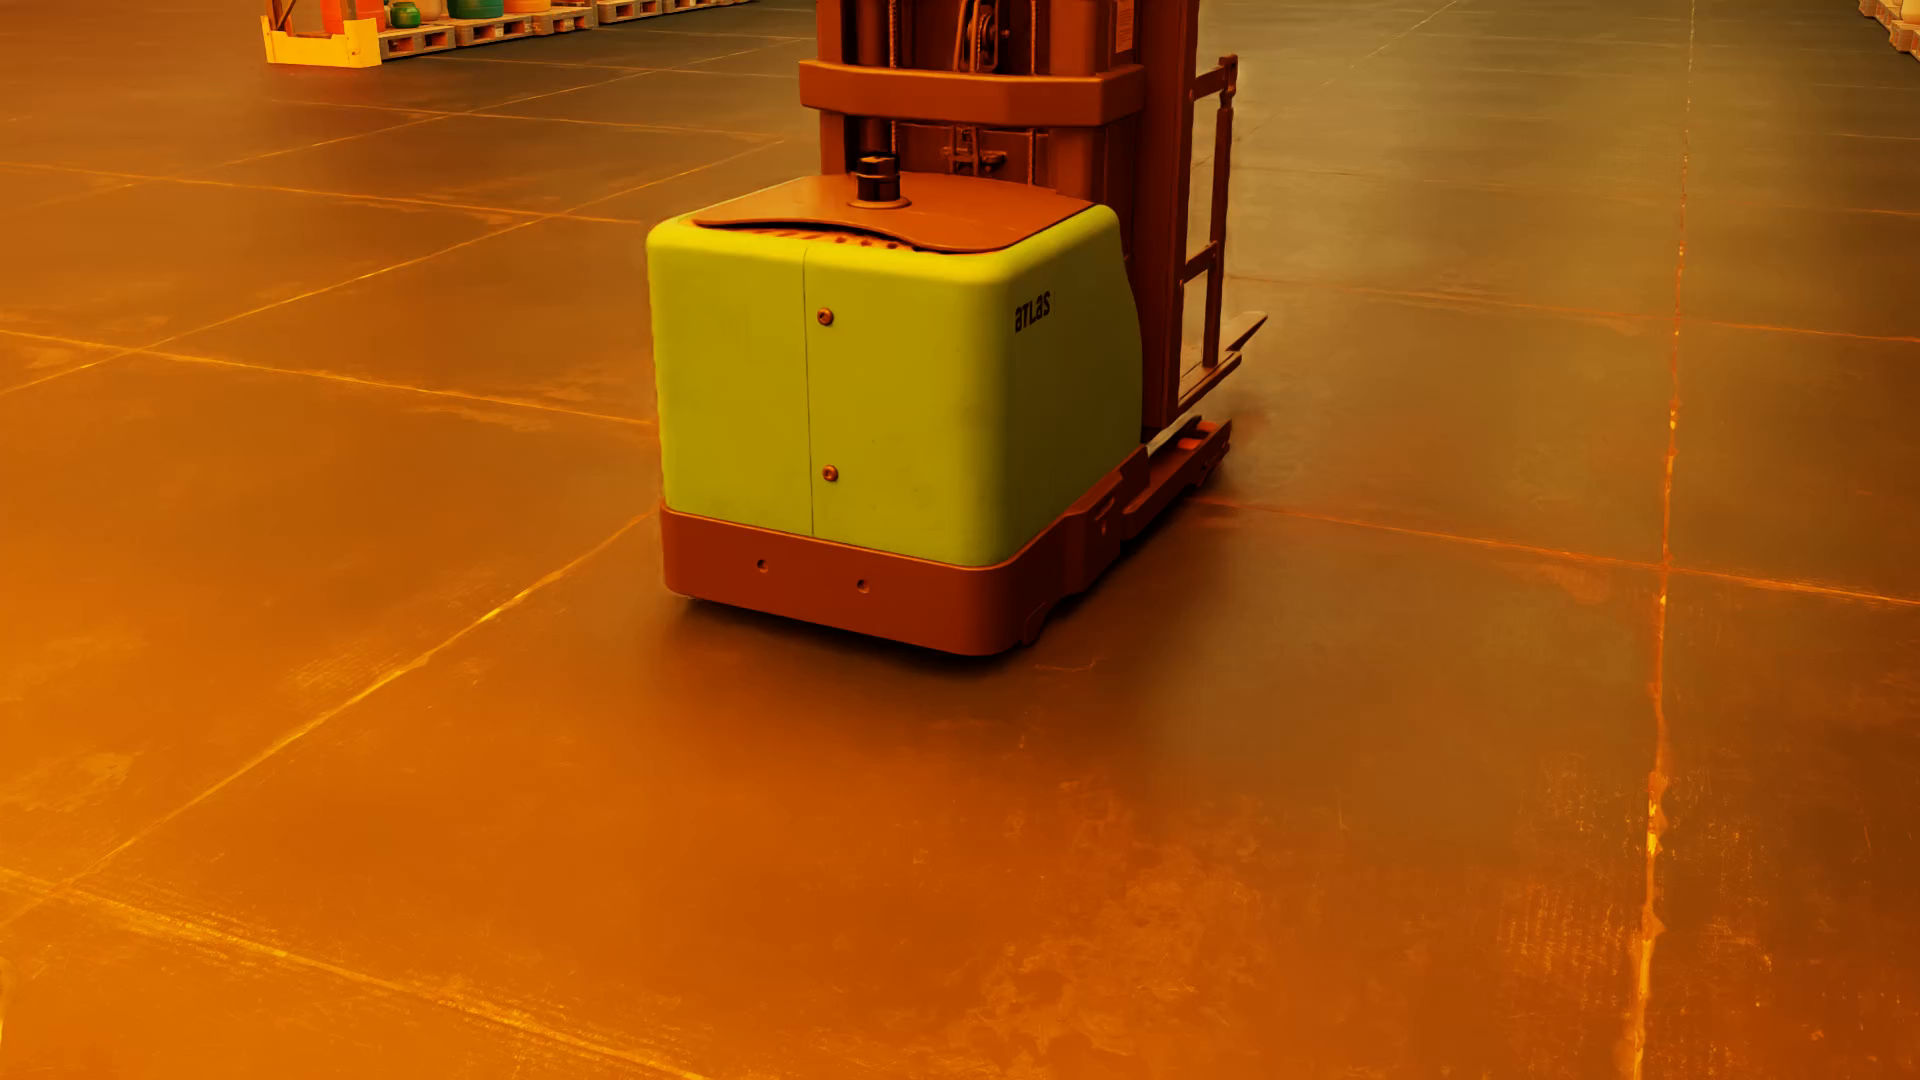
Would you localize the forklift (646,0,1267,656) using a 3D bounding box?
[{"bbox_3d":[0.274,-1.592,5.101,1.130,2.935,3.031,11,25,24],"label":"forklift"}]
